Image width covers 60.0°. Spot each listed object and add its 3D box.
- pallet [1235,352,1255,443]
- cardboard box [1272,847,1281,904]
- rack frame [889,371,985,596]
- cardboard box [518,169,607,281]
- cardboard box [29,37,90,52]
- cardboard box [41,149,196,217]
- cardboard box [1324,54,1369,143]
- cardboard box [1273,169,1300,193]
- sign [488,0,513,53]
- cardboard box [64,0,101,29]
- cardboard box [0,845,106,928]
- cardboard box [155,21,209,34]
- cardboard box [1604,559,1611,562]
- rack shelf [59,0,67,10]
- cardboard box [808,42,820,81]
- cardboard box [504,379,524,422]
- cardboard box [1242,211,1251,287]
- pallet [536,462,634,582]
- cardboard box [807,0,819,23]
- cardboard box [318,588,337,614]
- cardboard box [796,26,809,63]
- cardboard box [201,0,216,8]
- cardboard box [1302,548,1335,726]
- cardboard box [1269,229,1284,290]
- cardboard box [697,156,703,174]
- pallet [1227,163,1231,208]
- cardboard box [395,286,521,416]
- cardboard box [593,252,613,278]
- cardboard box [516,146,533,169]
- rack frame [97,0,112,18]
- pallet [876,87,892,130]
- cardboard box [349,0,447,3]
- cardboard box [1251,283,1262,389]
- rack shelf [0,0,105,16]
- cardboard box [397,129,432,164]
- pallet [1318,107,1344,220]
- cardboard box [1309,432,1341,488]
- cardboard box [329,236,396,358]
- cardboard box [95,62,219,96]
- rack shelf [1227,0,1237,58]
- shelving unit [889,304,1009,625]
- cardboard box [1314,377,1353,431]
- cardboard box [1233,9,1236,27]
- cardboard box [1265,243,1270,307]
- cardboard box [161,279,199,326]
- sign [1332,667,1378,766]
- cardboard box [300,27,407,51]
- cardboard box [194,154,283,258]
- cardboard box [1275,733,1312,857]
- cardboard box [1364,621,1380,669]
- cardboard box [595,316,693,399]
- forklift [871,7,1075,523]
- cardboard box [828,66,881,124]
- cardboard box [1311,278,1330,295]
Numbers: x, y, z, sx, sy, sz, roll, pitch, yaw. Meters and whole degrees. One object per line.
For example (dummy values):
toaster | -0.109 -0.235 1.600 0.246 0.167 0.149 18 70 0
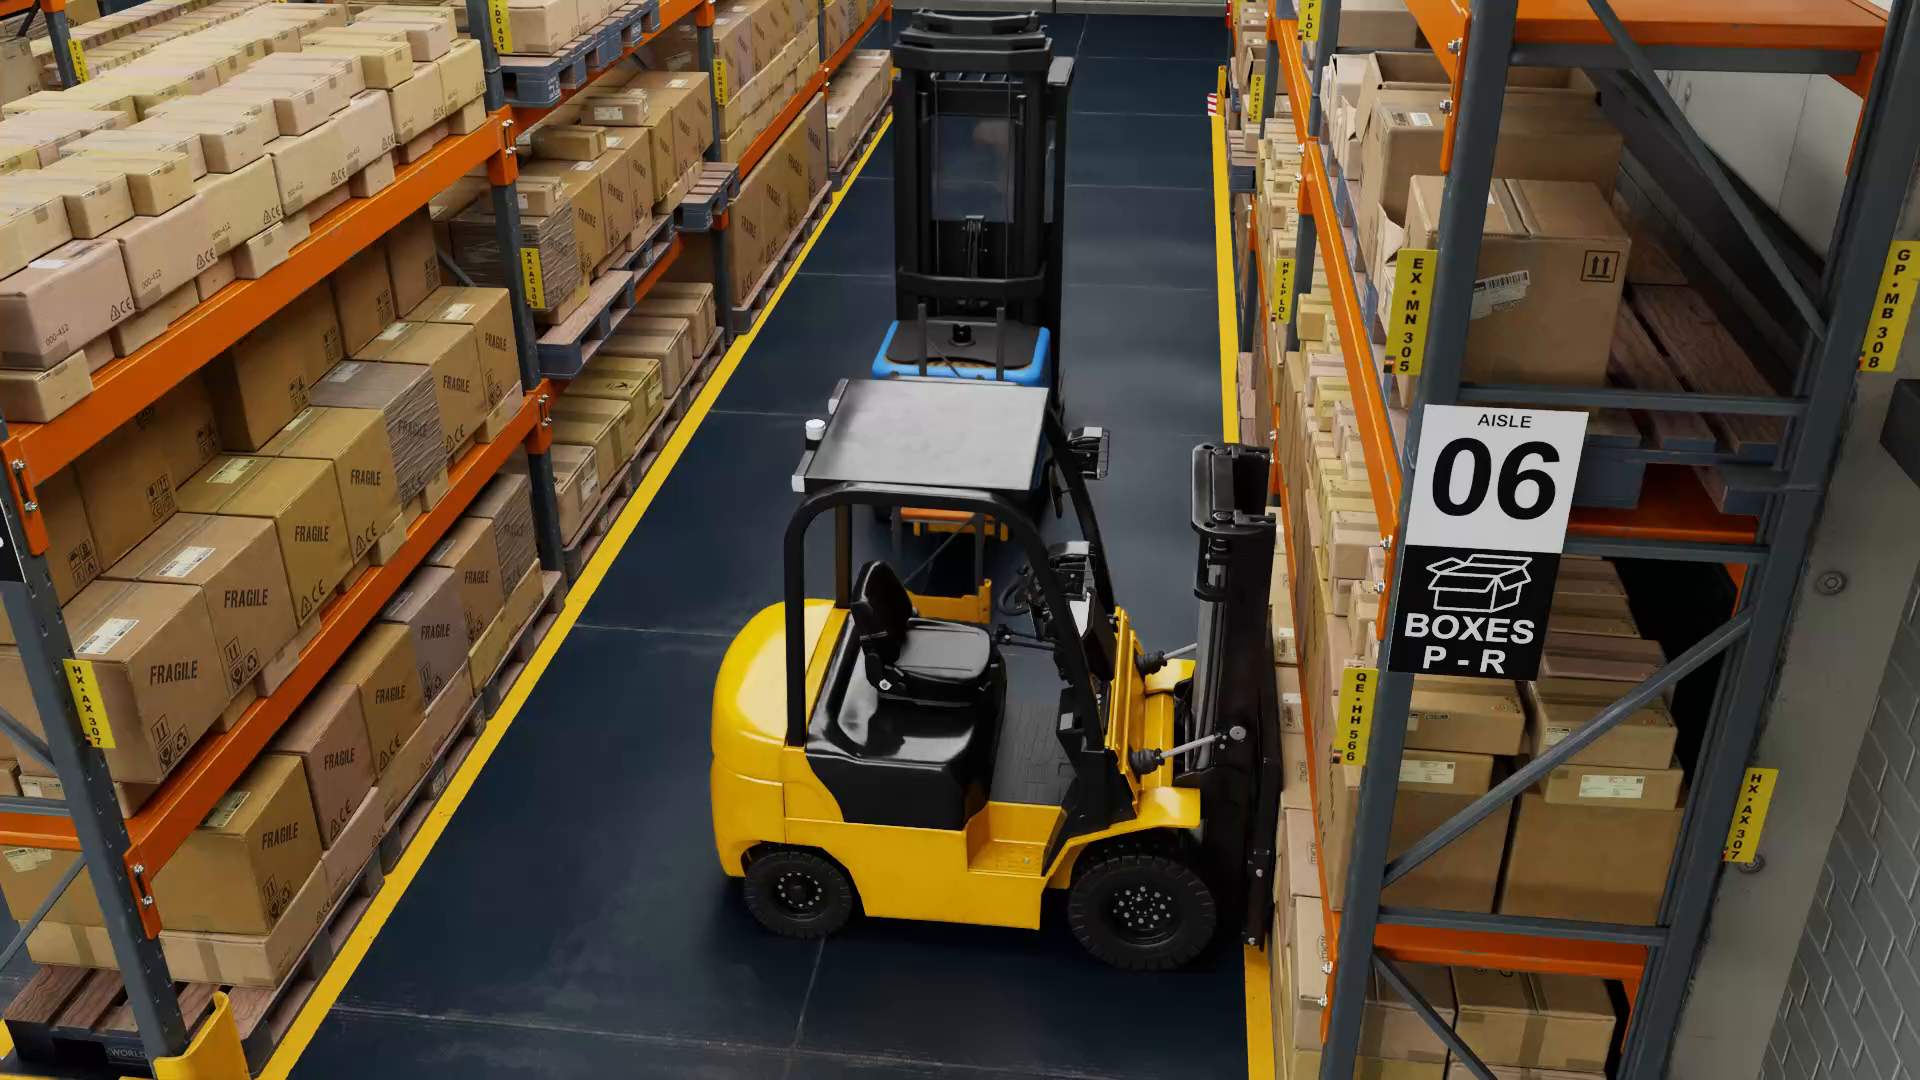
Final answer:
pallet | 2.494 -1.001 11.885 1.003 0.211 1.213 3 28 6
cardboard box | 1.518 1.231 6.732 0.500 0.250 0.500 3 28 5
rack frame | -0.122 -0.209 9.056 0.500 1.500 0.032 3 29 6
cardboard box | -2.380 -1.817 9.599 0.500 0.500 0.500 3 29 6
cardboard box | -7.519 -4.101 13.895 0.380 0.149 0.250 4 29 8
cardboard box | -2.815 -1.199 5.574 0.380 0.149 0.250 3 28 6
cardboard box | 1.800 -1.864 6.930 0.500 0.311 0.500 4 29 7
cardboard box | 2.155 -2.202 10.386 0.380 0.149 0.250 4 29 7
sign | -2.243 -2.538 8.090 0.100 0.325 0.005 3 28 6
cardboard box | -11.147 -6.186 20.366 0.875 0.875 0.875 3 28 6
cardboard box | -3.434 1.169 6.584 0.500 0.500 0.500 4 29 7
cardboard box | -6.775 -4.419 14.485 0.380 0.149 0.250 3 28 5
cardboard box | 2.181 0.077 6.156 0.380 0.149 0.250 4 29 8
rack shelf | -6.973 -5.086 14.123 1.077 0.370 4.000 3 28 6
cardboard box | -1.607 -4.491 15.582 0.500 0.250 0.500 3 28 5
cardboard box | -2.520 -0.738 8.722 0.380 0.149 0.250 3 28 6
cardboard box | 2.606 -2.391 13.718 0.500 0.500 0.500 5 29 8
pallet | -2.689 -0.156 10.318 1.003 0.211 1.213 3 28 6
cardboard box | -1.608 -5.043 15.288 0.500 0.500 0.500 4 29 8
cardboard box | -2.848 0.220 6.944 0.380 0.149 0.250 4 29 8
cardboard box | -1.669 -4.480 15.034 0.500 0.250 0.500 4 29 7
cardboard box | -7.261 -5.069 15.692 0.380 0.149 0.250 4 29 8
cardboard box | 1.589 0.376 6.284 0.500 0.500 0.500 3 28 5
cardboard box | 2.075 -1.614 9.714 0.500 0.250 0.500 4 29 7
cardboard box | -2.061 -2.676 11.877 0.380 0.149 0.250 4 29 7
pallet | 3.209 -3.592 16.695 1.003 0.211 1.213 3 28 6
cardboard box | -2.591 -0.969 8.467 0.500 0.500 0.500 3 28 5
cardboard box | -2.330 -1.707 10.078 0.380 0.149 0.250 4 29 7
cardboard box | -2.825 -2.084 10.094 0.500 0.500 0.500 4 29 8
rack frame | -11.148 -7.242 20.530 1.000 3.000 0.127 3 28 6
pallet | -1.333 -5.058 19.415 1.003 0.211 1.213 3 28 6
cardboard box | -2.838 -2.957 8.602 0.500 0.250 0.500 4 29 7
cardboard box | 2.544 -1.460 11.859 0.875 0.625 0.625 4 29 8
rack shelf | -11.393 -5.984 18.953 1.077 0.370 4.000 3 28 6
cardboard box | -2.645 -1.826 7.578 0.380 0.149 0.250 4 29 7
pallet | 2.065 -1.609 7.005 1.003 0.211 1.213 3 28 6
cardboard box | 1.658 -0.325 6.901 0.380 0.149 0.250 2 28 5
cardboard box | -3.136 -1.199 7.840 0.700 0.500 0.500 4 29 6
cardboard box | -3.251 -1.833 6.751 0.380 0.149 0.250 3 28 5
rack shelf | 3.369 -5.121 17.352 1.077 0.370 4.000 3 28 6
shelving unit | -0.056 -0.452 9.508 0.587 1.500 1.083 3 29 6
cardboard box | 1.707 -0.571 7.044 0.380 0.149 0.250 3 28 5
cardboard box | 3.094 -5.527 17.610 0.380 0.149 0.250 3 28 5
cardboard box | 2.149 -1.630 10.270 0.500 0.250 0.500 4 29 8
cardboard box | -2.894 -0.851 5.770 0.380 0.149 0.250 3 28 6
sign | 1.117 0.500 4.689 0.100 0.325 0.005 3 28 6
cardboard box | -2.682 -2.173 7.381 0.380 0.149 0.250 4 29 7
cardboard box | -2.837 -1.223 6.039 0.500 0.250 0.500 4 29 8
cardboard box | 1.509 1.024 6.589 0.500 0.250 0.500 4 29 7
cardboard box | 1.488 0.393 5.255 0.380 0.149 0.250 3 28 6
cardboard box | -2.454 -1.315 11.857 0.950 0.372 0.625 3 28 5
forklift | 0.153 -2.053 10.971 1.130 2.935 3.031 3 29 6
cardboard box | -1.398 -4.975 18.581 0.875 0.438 0.875 4 29 8
cardboard box | 1.965 -1.234 8.589 0.380 0.149 0.250 4 29 8
